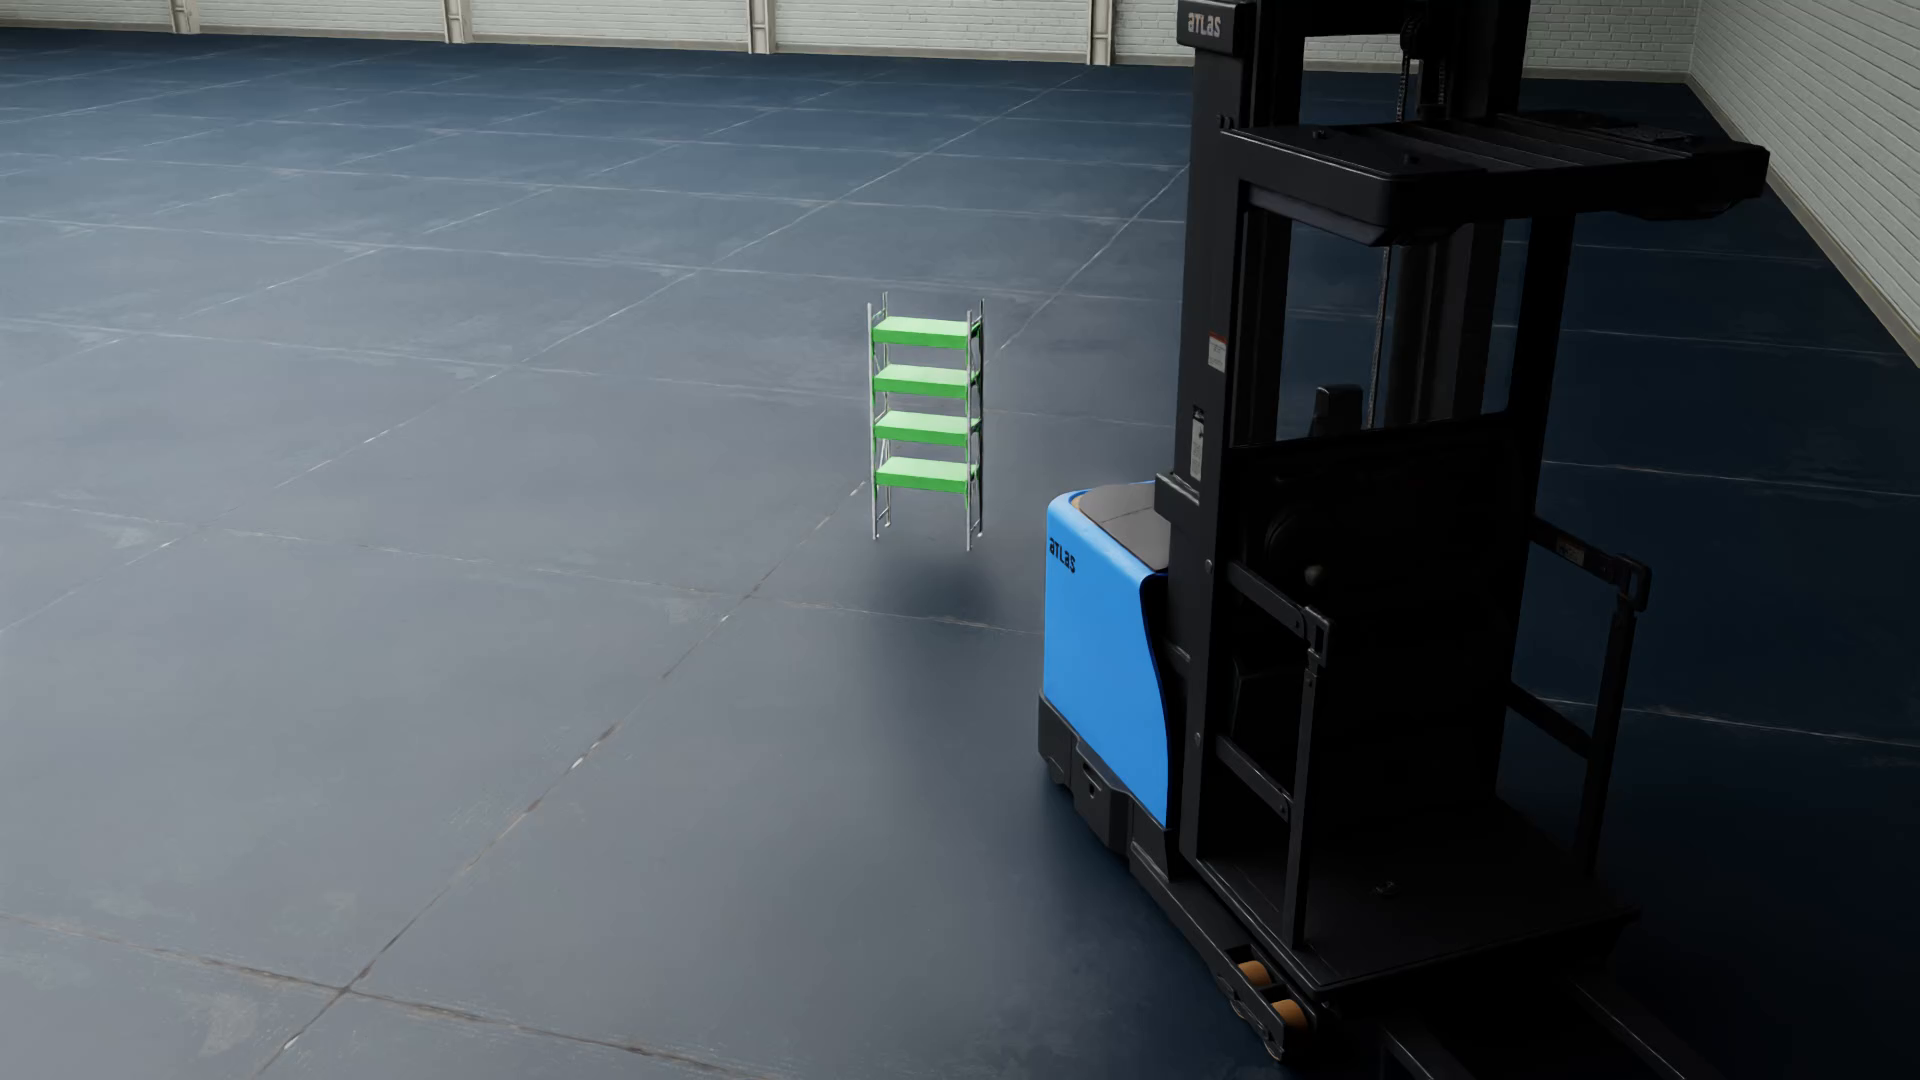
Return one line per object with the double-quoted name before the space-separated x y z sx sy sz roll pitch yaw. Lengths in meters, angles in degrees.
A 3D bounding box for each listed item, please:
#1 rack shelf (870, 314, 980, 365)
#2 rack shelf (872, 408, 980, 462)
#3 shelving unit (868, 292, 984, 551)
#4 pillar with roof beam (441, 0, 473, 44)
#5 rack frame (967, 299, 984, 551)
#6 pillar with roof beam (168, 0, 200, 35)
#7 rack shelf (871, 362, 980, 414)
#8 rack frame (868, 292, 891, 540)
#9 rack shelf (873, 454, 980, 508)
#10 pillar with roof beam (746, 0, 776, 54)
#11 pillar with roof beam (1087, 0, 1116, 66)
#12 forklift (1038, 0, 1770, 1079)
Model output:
"rack shelf" -0.158 -0.958 7.929 0.480 0.148 0.258 7 23 16
"rack shelf" -0.158 -0.514 8.111 0.480 0.148 0.258 7 23 16
"shelving unit" -0.158 -0.573 8.087 0.503 1.200 0.258 7 23 16
"pillar with roof beam" -10.425 -11.730 25.008 0.400 9.000 9.100 7 23 16
"rack frame" 0.075 -0.547 8.021 0.015 1.200 0.240 7 23 16
"pillar with roof beam" -16.170 -12.387 26.611 0.400 9.000 9.100 7 23 16
"rack shelf" -0.158 -0.736 8.020 0.480 0.148 0.258 7 23 16
"rack frame" -0.392 -0.600 8.152 0.015 1.200 0.240 7 23 16
"rack shelf" -0.158 -0.292 8.202 0.480 0.148 0.258 7 23 16
"pillar with roof beam" -4.681 -11.072 23.404 0.400 9.000 9.100 7 23 16
"pillar with roof beam" 1.063 -10.414 21.801 0.400 9.000 9.100 7 23 16
"forklift" 1.285 -0.067 4.572 1.130 2.935 3.031 -8 24 -19
